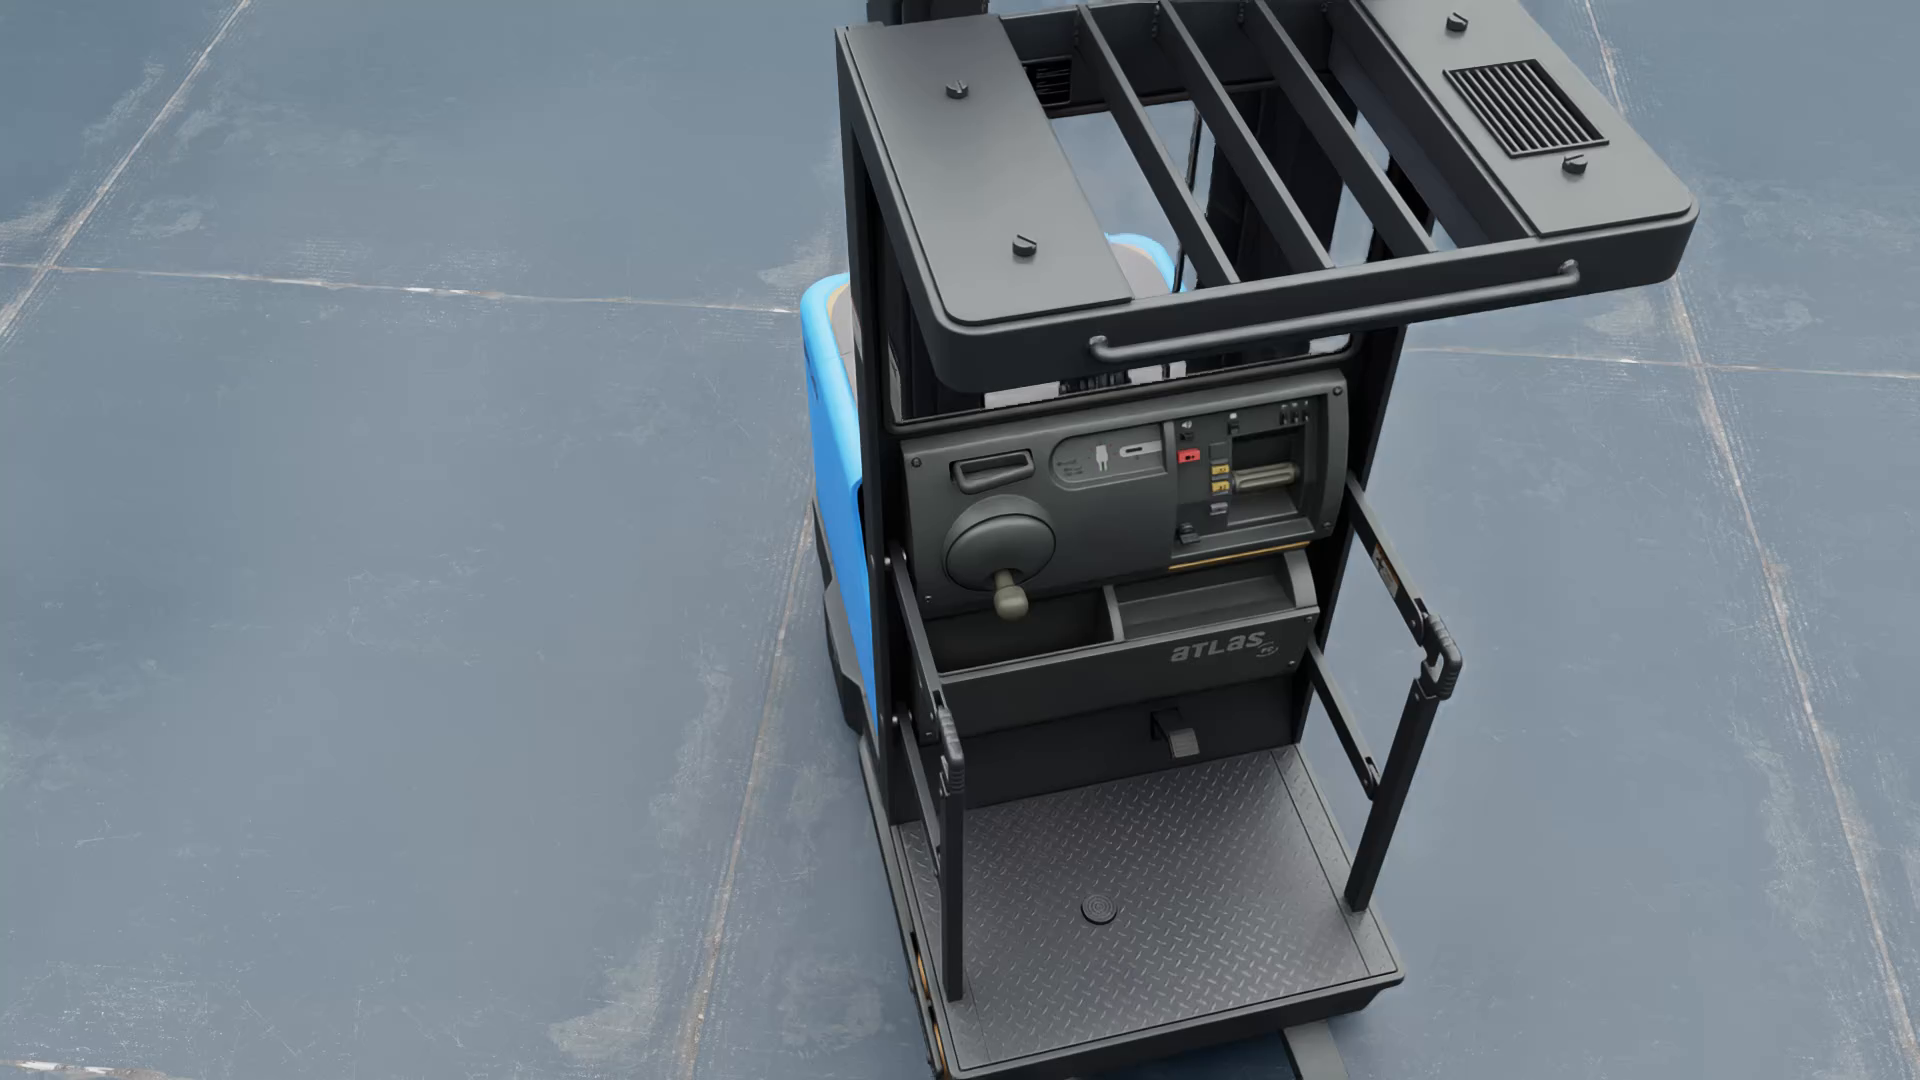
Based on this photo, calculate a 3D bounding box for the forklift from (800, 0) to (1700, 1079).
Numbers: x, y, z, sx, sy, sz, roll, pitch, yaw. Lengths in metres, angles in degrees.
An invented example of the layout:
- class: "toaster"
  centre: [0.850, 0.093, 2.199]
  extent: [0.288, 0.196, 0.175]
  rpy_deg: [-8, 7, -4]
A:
- class: "forklift"
  centre: [0.400, 0.012, 3.253]
  extent: [1.130, 2.935, 3.031]
  rpy_deg: [-10, 48, -9]
